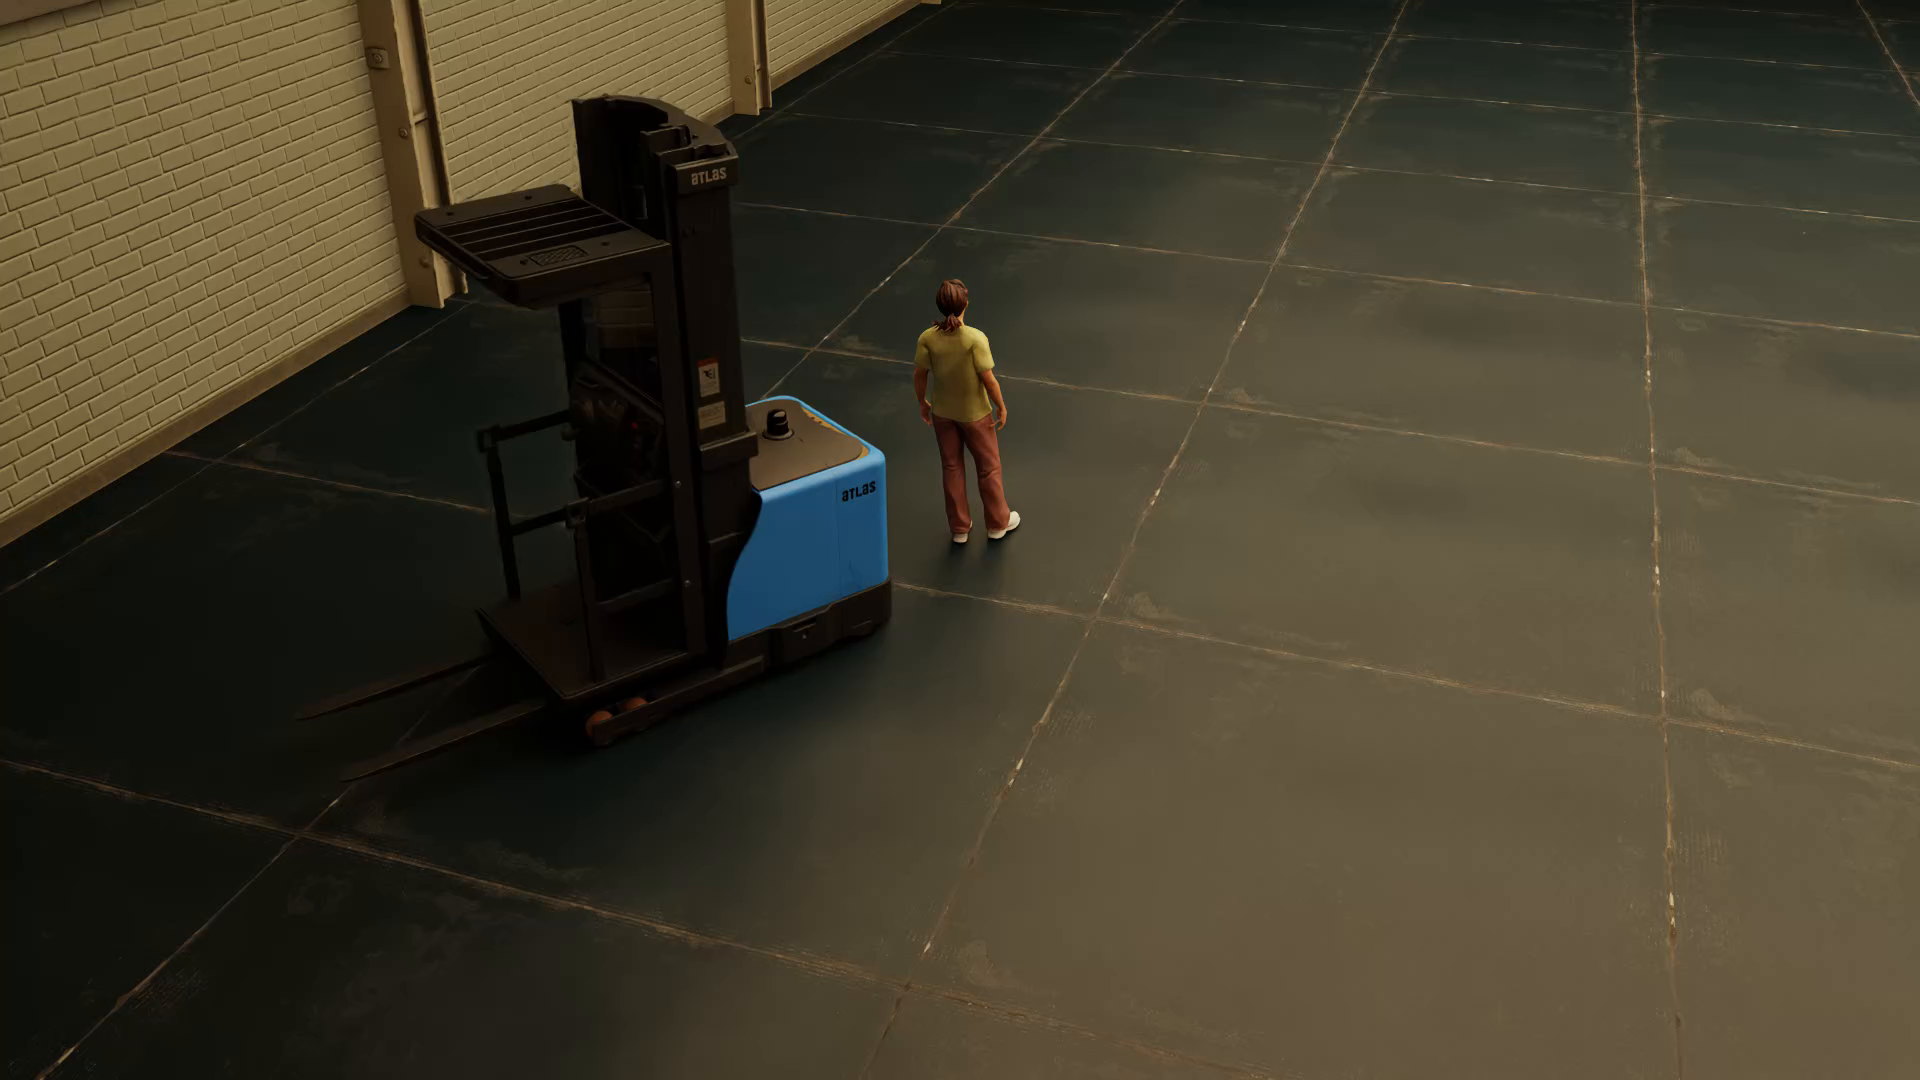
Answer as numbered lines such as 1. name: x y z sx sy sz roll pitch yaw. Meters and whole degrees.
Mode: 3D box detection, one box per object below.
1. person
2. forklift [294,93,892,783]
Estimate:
1. person: 0.035 -0.767 9.735 0.552 1.674 0.548 10 31 16
2. forklift: -1.859 -0.546 8.095 3.031 2.935 1.130 -21 36 -32
